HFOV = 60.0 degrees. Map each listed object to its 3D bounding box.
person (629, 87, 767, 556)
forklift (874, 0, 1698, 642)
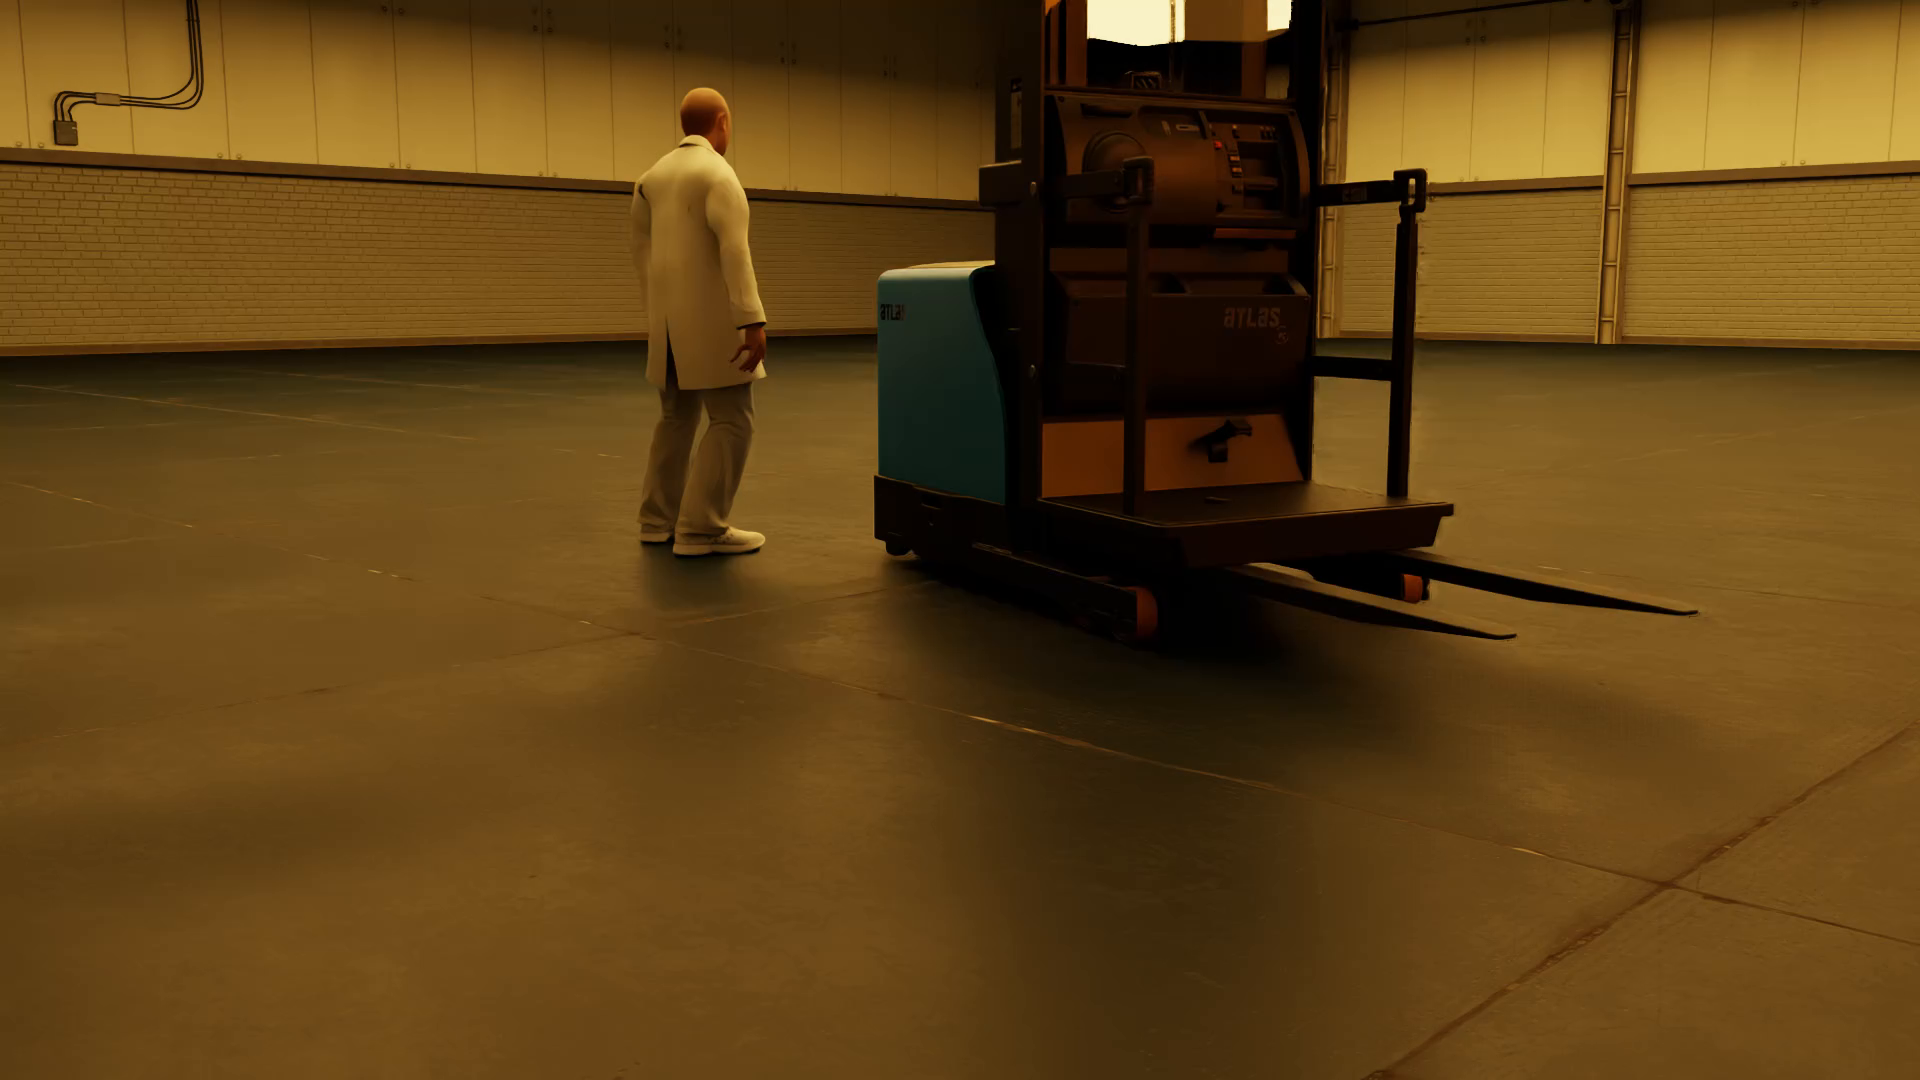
[{"bbox_3d":[-0.980,-0.834,6.379,0.817,1.753,0.459,8,12,43],"label":"person"},{"bbox_3d":[0.809,-1.232,5.053,1.130,2.935,3.031,-4,10,-27],"label":"forklift"}]
